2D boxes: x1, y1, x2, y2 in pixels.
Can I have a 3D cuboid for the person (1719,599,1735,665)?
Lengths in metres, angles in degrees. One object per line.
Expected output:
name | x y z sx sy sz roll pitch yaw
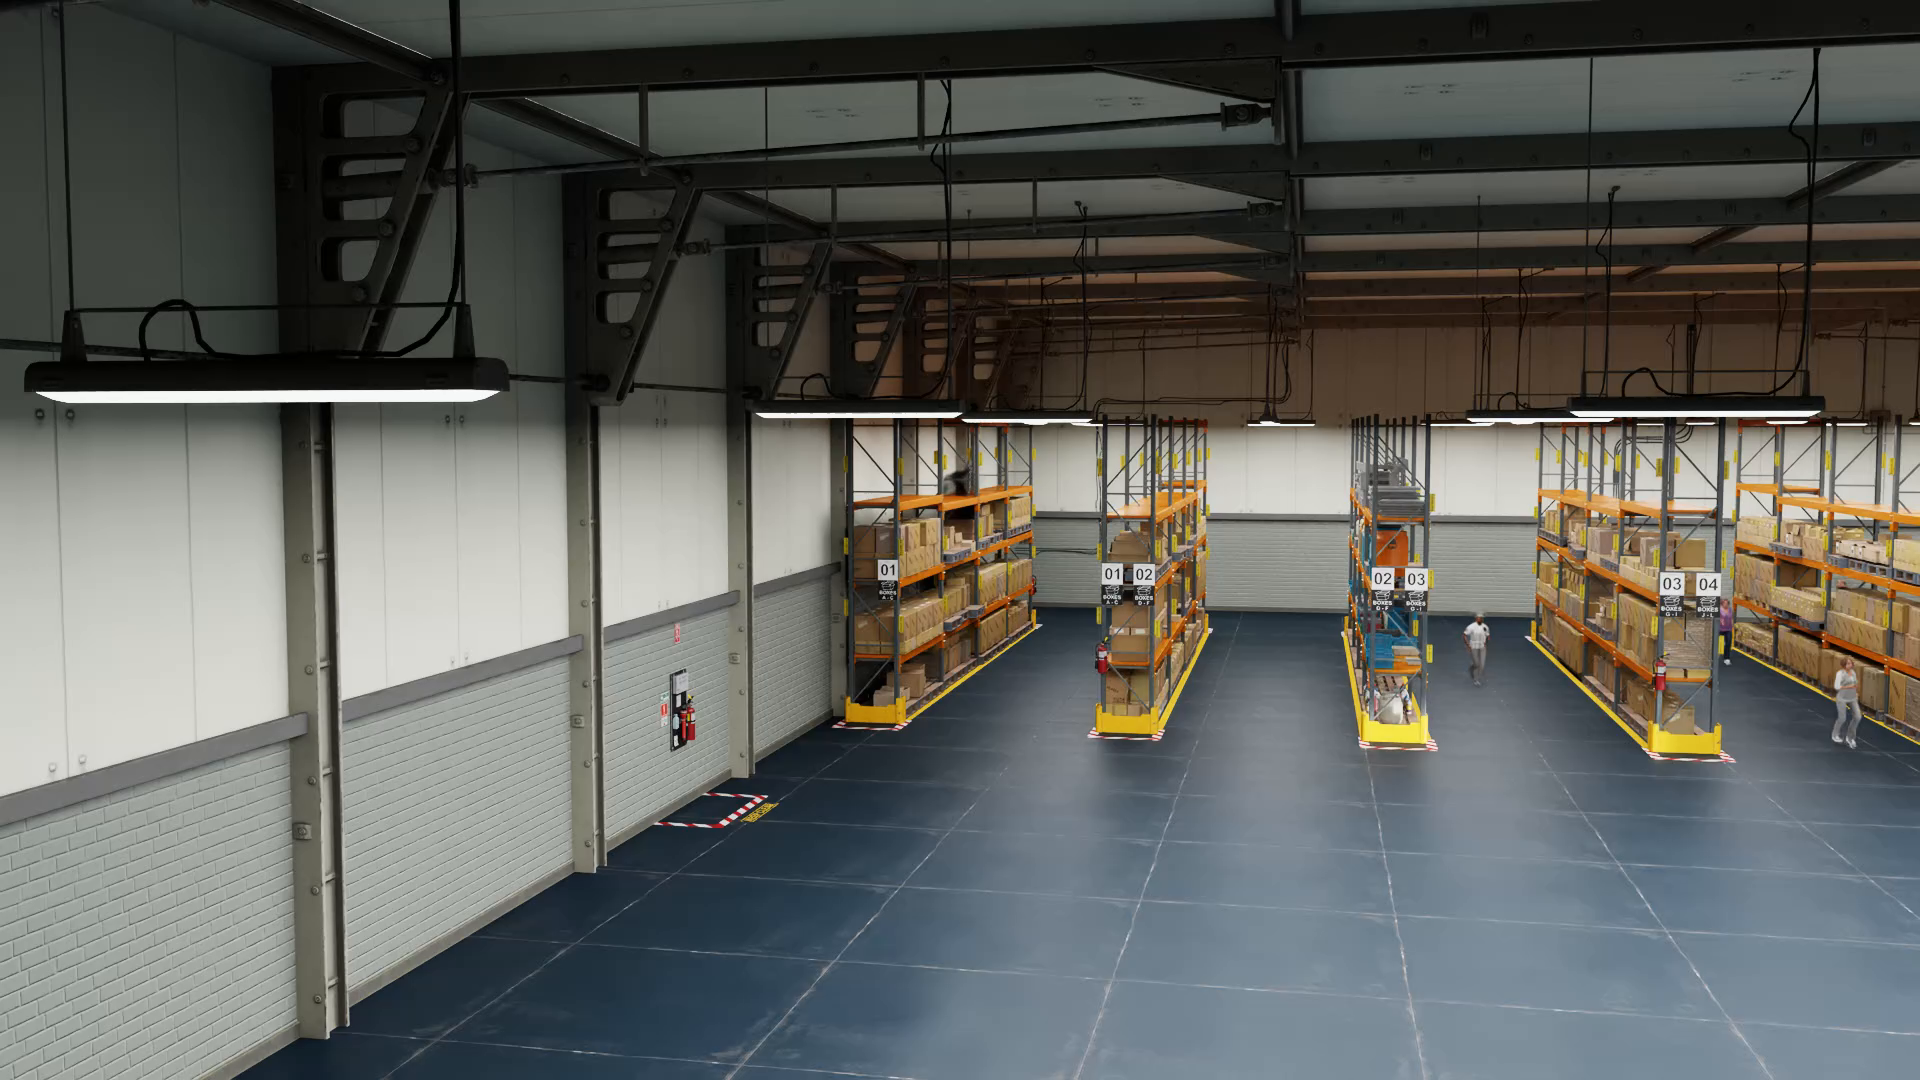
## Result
person | 18.691 2.224 40.667 0.539 1.591 0.825 0 4 6

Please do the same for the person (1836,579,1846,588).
person | 23.796 1.901 44.807 0.633 1.687 0.701 1 4 19

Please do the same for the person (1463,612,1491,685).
person | 11.596 2.418 37.229 0.588 1.654 0.566 0 4 -2

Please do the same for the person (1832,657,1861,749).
person | 15.984 2.930 29.957 0.514 1.635 0.660 0 4 -6
